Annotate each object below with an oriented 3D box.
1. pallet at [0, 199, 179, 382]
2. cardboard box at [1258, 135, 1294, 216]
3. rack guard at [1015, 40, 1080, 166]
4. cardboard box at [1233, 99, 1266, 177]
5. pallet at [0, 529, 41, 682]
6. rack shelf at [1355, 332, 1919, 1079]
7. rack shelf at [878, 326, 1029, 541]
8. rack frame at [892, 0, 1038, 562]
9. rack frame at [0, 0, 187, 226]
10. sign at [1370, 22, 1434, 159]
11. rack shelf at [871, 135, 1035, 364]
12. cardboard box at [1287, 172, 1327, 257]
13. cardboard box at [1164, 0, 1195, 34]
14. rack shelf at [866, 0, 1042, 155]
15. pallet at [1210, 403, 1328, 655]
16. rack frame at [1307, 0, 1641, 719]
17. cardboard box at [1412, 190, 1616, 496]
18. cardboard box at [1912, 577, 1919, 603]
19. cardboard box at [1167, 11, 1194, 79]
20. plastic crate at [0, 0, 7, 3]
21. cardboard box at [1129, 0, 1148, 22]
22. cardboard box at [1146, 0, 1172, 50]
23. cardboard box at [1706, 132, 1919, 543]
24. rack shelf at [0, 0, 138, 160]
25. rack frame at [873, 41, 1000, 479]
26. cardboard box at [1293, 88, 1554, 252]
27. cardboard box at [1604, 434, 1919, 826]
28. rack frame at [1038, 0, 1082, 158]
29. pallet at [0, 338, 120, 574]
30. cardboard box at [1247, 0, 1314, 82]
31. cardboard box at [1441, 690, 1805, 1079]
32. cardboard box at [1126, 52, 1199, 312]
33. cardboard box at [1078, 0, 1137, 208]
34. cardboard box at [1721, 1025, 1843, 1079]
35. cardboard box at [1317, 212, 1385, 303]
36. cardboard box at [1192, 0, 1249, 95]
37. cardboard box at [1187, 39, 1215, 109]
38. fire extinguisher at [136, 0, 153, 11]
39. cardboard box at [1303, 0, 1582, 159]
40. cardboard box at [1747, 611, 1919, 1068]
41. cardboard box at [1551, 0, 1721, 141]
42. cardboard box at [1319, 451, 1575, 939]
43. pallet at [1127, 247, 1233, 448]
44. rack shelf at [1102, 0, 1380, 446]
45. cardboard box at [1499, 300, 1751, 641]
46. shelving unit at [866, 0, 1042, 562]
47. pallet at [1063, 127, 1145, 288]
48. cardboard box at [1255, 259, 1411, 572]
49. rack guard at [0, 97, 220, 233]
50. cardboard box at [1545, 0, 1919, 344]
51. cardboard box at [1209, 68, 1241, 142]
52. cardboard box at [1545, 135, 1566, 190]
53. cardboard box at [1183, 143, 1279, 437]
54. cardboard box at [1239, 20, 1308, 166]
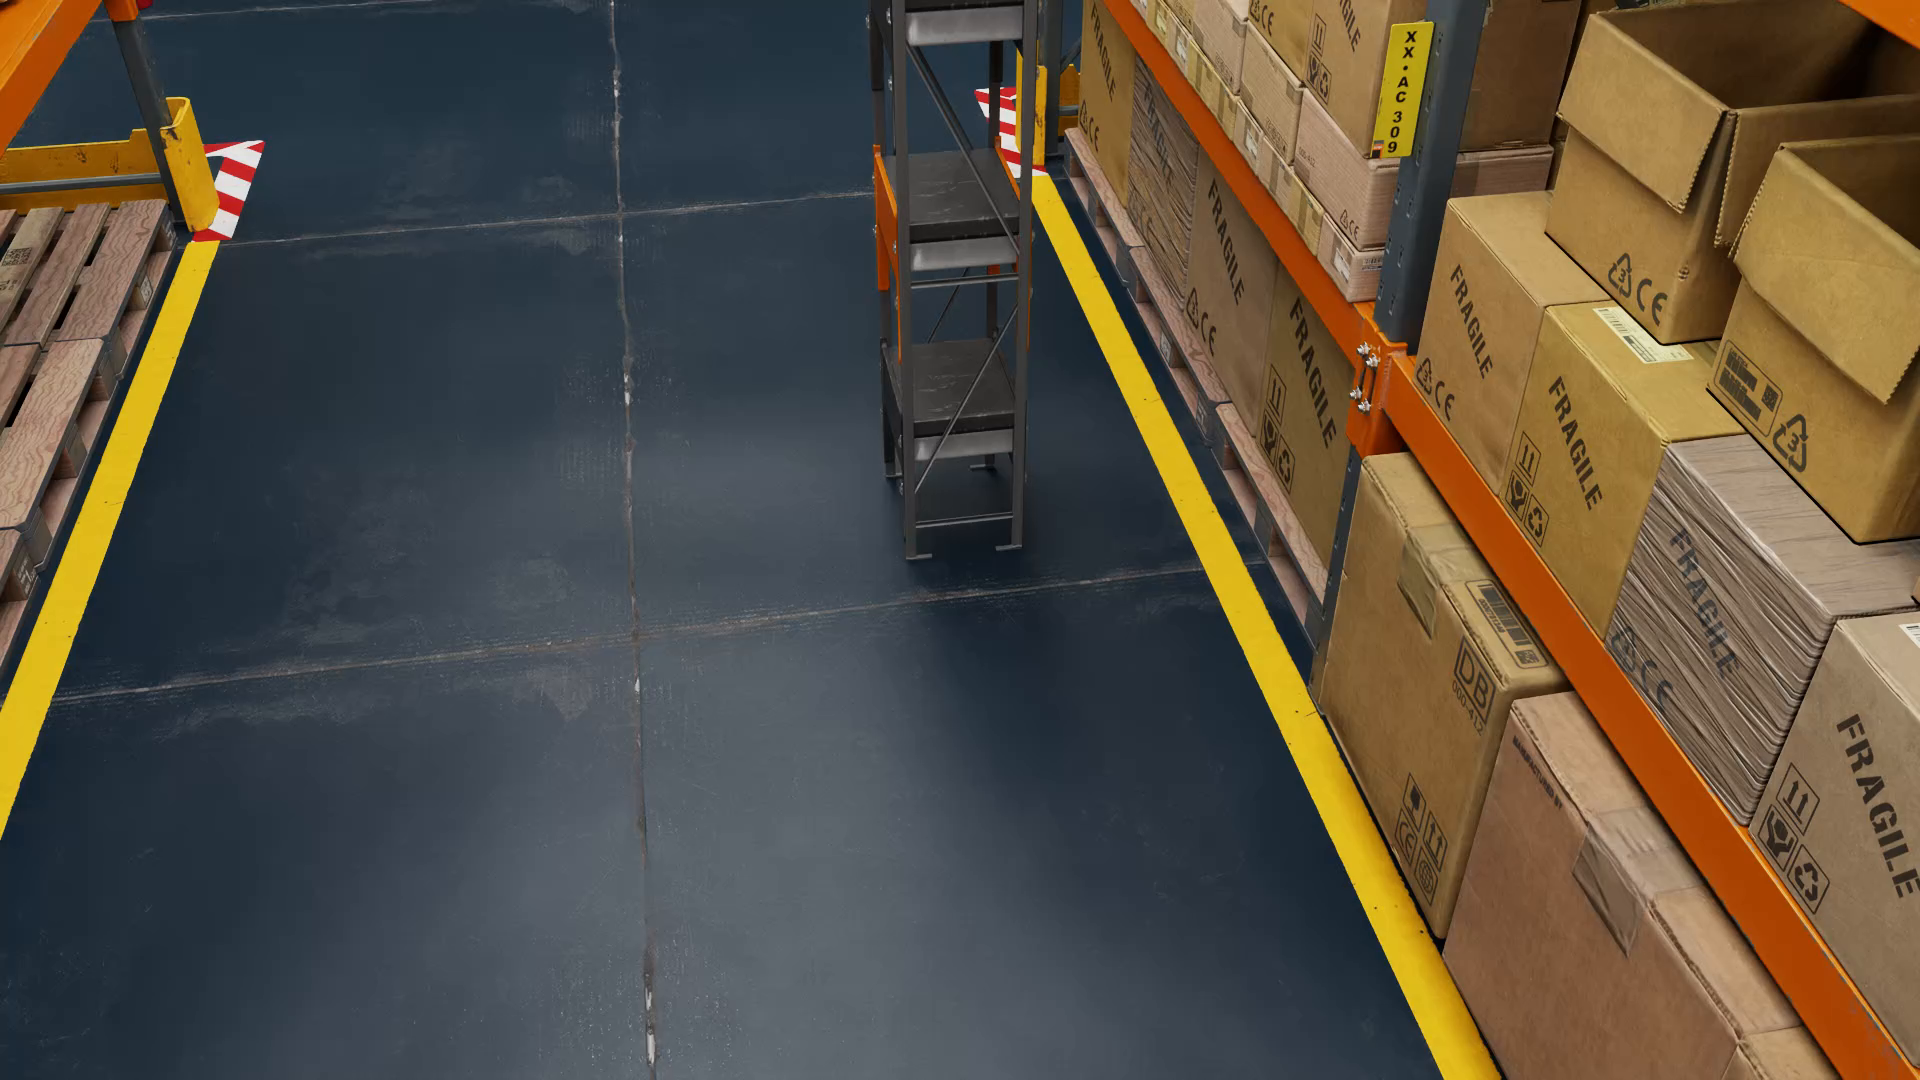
[{"bbox_3d":[-3.895,-1.013,6.882,1.003,0.211,1.213,-6,38,-8],"label":"pallet"},{"bbox_3d":[1.110,-1.094,4.918,0.380,0.149,0.250,-7,38,-9],"label":"cardboard box"},{"bbox_3d":[0.871,-2.177,8.145,1.175,0.500,0.348,-6,38,-8],"label":"rack guard"},{"bbox_3d":[1.065,-1.249,5.118,0.380,0.149,0.250,-6,38,-7],"label":"cardboard box"},{"bbox_3d":[-3.467,0.460,4.985,1.003,0.211,1.213,-6,38,-8],"label":"pallet"},{"bbox_3d":[1.927,0.759,2.915,1.077,0.370,4.000,-6,38,-8],"label":"rack shelf"},{"bbox_3d":[-0.029,-0.366,5.672,0.431,0.518,0.480,-6,38,-8],"label":"rack shelf"},{"bbox_3d":[0.014,-0.782,5.045,0.400,2.100,0.015,-6,38,-8],"label":"rack frame"},{"bbox_3d":[-4.001,-2.617,6.673,1.000,3.000,0.127,-6,38,-8],"label":"rack frame"},{"bbox_3d":[1.030,-1.046,3.881,0.100,0.325,0.005,-6,38,-8],"label":"sign"},{"bbox_3d":[-0.029,-0.918,5.243,0.431,0.518,0.480,-6,38,-8],"label":"rack shelf"},{"bbox_3d":[1.155,-0.939,4.719,0.380,0.149,0.250,-6,38,-7],"label":"cardboard box"},{"bbox_3d":[0.972,-1.957,5.704,0.500,0.250,0.500,-7,38,-9],"label":"cardboard box"},{"bbox_3d":[-0.029,-1.471,4.813,0.431,0.518,0.480,-6,38,-8],"label":"rack shelf"},{"bbox_3d":[1.520,-0.100,5.707,1.003,0.211,1.213,-6,38,-8],"label":"pallet"},{"bbox_3d":[1.576,-0.734,4.249,1.000,3.000,0.127,-6,38,-8],"label":"rack frame"},{"bbox_3d":[1.411,-0.468,3.826,0.500,0.500,0.500,-6,38,-8],"label":"cardboard box"},{"bbox_3d":[1.930,0.005,2.399,0.797,0.503,0.637,-5,38,-6],"label":"cardboard box"},{"bbox_3d":[0.931,-1.713,5.715,0.380,0.149,0.250,-6,38,-7],"label":"cardboard box"},{"bbox_3d":[-3.680,-2.063,6.127,0.396,0.136,0.243,-6,38,-8],"label":"plastic crate"},{"bbox_3d":[0.840,-2.024,6.115,0.380,0.149,0.250,-7,38,-8],"label":"cardboard box"},{"bbox_3d":[0.884,-1.872,5.919,0.380,0.149,0.250,-7,38,-9],"label":"cardboard box"},{"bbox_3d":[1.805,-0.369,2.880,0.797,0.503,0.637,-6,38,-7],"label":"cardboard box"},{"bbox_3d":[-3.650,-1.125,5.339,1.077,0.370,4.000,-6,38,-8],"label":"rack shelf"},{"bbox_3d":[-0.072,-1.077,5.424,0.400,2.100,0.015,-6,38,-8],"label":"rack frame"},{"bbox_3d":[1.241,-1.030,4.511,0.500,0.250,0.500,-7,38,-9],"label":"cardboard box"},{"bbox_3d":[1.587,0.138,3.046,0.500,0.500,0.500,-7,38,-9],"label":"cardboard box"},{"bbox_3d":[0.875,-3.150,7.359,1.000,3.000,0.127,-6,38,-8],"label":"rack frame"},{"bbox_3d":[-3.684,-0.278,5.936,1.003,0.211,1.213,-6,38,-8],"label":"pallet"},{"bbox_3d":[1.149,-1.640,4.684,0.500,0.500,0.500,-6,38,-7],"label":"cardboard box"},{"bbox_3d":[1.866,0.864,3.583,1.225,0.875,0.875,-7,38,-10],"label":"cardboard box"},{"bbox_3d":[1.226,-1.549,6.688,0.875,0.875,0.875,-6,38,-8],"label":"cardboard box"},{"bbox_3d":[1.066,-2.098,7.396,0.875,0.875,0.875,-6,38,-8],"label":"cardboard box"},{"bbox_3d":[2.029,1.397,2.896,1.225,0.875,0.875,-6,38,-8],"label":"cardboard box"},{"bbox_3d":[1.201,-0.783,4.518,0.380,0.149,0.250,-6,38,-8],"label":"cardboard box"},{"bbox_3d":[1.058,-1.651,5.310,0.500,0.250,0.500,-5,38,-7],"label":"cardboard box"},{"bbox_3d":[0.975,-1.559,5.517,0.380,0.149,0.250,-7,38,-9],"label":"cardboard box"},{"bbox_3d":[-3.580,-2.579,6.992,0.296,0.674,0.183,-6,38,-8],"label":"fire extinguisher"},{"bbox_3d":[1.233,-1.337,4.294,0.500,0.500,0.500,-5,38,-7],"label":"cardboard box"},{"bbox_3d":[1.683,0.449,2.646,0.500,0.500,0.500,-6,38,-7],"label":"cardboard box"},{"bbox_3d":[1.744,-1.405,4.382,0.500,0.500,0.500,-6,38,-8],"label":"cardboard box"},{"bbox_3d":[1.708,0.324,4.277,1.225,0.875,0.875,-6,38,-8],"label":"cardboard box"},{"bbox_3d":[1.303,-0.839,6.657,1.003,0.211,1.213,-6,38,-8],"label":"pallet"},{"bbox_3d":[1.226,-1.657,6.025,1.077,0.370,4.000,-6,38,-8],"label":"rack shelf"},{"bbox_3d":[1.500,-0.165,3.436,0.500,0.500,0.500,-6,38,-8],"label":"cardboard box"},{"bbox_3d":[-0.029,-0.929,5.235,0.431,2.100,0.503,-6,38,-8],"label":"shelving unit"},{"bbox_3d":[1.092,-1.574,7.604,1.003,0.211,1.213,-6,38,-8],"label":"pallet"},{"bbox_3d":[1.540,-0.468,5.296,0.875,0.875,0.875,-6,38,-8],"label":"cardboard box"},{"bbox_3d":[-4.018,-1.643,7.457,1.175,0.500,0.348,-6,38,-8],"label":"rack guard"},{"bbox_3d":[1.697,-0.784,3.415,0.797,0.503,0.637,-7,38,-9],"label":"cardboard box"},{"bbox_3d":[1.020,-1.405,5.318,0.380,0.149,0.250,-6,38,-7],"label":"cardboard box"},{"bbox_3d":[1.752,-1.104,4.606,0.500,0.250,0.500,-7,38,-9],"label":"cardboard box"},{"bbox_3d":[1.382,-1.011,5.996,0.875,0.875,0.875,-6,38,-8],"label":"cardboard box"},{"bbox_3d":[1.148,-1.343,4.913,0.500,0.250,0.500,-5,38,-7],"label":"cardboard box"}]
